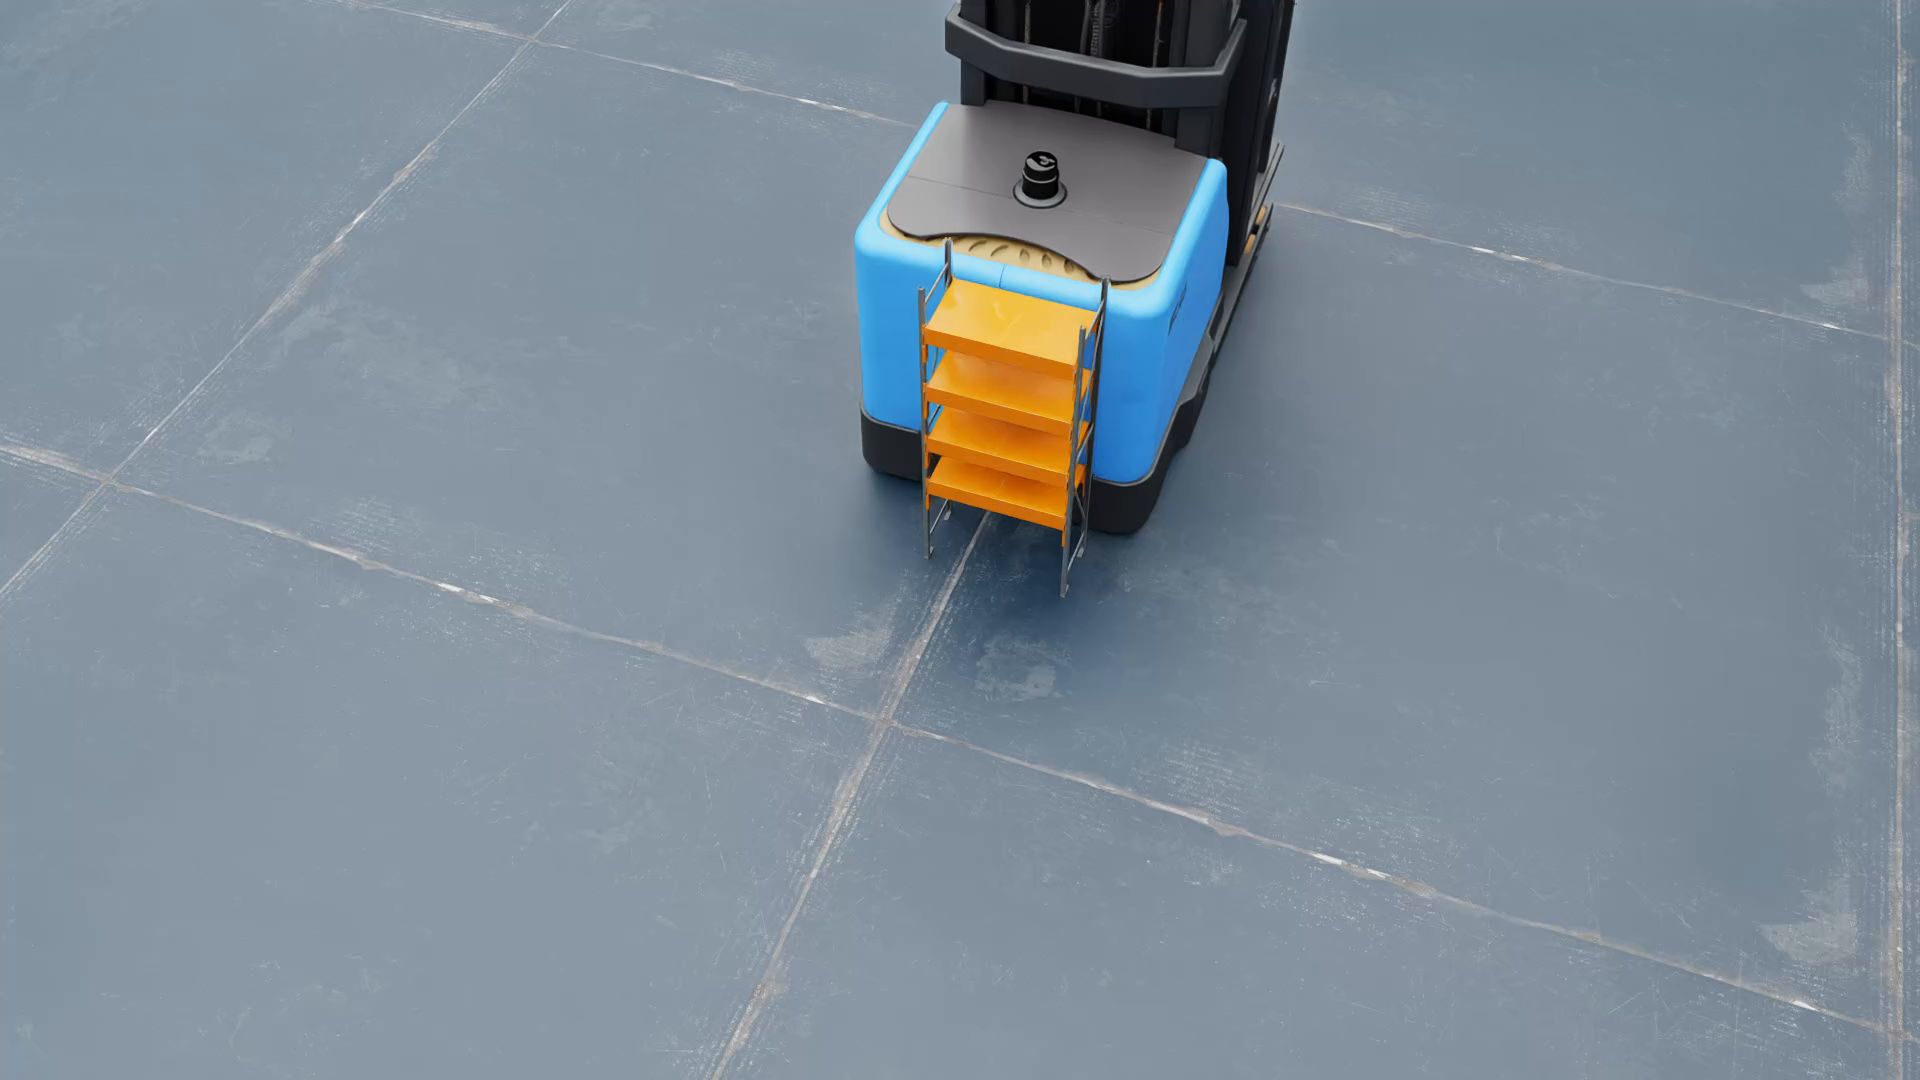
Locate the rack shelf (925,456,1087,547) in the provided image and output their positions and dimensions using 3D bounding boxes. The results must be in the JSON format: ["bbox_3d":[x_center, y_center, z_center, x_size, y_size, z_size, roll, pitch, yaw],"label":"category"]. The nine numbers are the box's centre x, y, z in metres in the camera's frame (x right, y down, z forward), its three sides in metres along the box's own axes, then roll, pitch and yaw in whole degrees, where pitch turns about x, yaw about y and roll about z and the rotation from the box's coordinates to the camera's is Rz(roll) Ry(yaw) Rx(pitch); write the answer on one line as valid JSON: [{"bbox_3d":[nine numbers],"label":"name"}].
[{"bbox_3d":[0.155,-0.176,5.460,0.480,0.148,0.258,16,51,13],"label":"rack shelf"}]

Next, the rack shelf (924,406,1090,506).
[{"bbox_3d":[0.155,-0.306,5.310,0.480,0.148,0.258,16,51,13],"label":"rack shelf"}]

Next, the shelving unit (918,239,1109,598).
[{"bbox_3d":[0.155,-0.350,5.259,0.503,1.200,0.258,16,51,13],"label":"shelving unit"}]

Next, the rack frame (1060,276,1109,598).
[{"bbox_3d":[0.384,-0.286,5.204,0.015,1.200,0.240,16,51,13],"label":"rack frame"}]

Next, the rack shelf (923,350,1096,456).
[{"bbox_3d":[0.155,-0.452,5.141,0.480,0.148,0.258,16,51,13],"label":"rack shelf"}]

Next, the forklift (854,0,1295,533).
[{"bbox_3d":[0.632,-2.124,5.651,1.130,2.935,3.031,15,51,13],"label":"forklift"}]

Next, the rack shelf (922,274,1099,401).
[{"bbox_3d":[0.155,-0.607,4.962,0.480,0.148,0.258,16,51,13],"label":"rack shelf"}]

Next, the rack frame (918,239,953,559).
[{"bbox_3d":[-0.074,-0.414,5.314,0.015,1.200,0.240,16,51,13],"label":"rack frame"}]
